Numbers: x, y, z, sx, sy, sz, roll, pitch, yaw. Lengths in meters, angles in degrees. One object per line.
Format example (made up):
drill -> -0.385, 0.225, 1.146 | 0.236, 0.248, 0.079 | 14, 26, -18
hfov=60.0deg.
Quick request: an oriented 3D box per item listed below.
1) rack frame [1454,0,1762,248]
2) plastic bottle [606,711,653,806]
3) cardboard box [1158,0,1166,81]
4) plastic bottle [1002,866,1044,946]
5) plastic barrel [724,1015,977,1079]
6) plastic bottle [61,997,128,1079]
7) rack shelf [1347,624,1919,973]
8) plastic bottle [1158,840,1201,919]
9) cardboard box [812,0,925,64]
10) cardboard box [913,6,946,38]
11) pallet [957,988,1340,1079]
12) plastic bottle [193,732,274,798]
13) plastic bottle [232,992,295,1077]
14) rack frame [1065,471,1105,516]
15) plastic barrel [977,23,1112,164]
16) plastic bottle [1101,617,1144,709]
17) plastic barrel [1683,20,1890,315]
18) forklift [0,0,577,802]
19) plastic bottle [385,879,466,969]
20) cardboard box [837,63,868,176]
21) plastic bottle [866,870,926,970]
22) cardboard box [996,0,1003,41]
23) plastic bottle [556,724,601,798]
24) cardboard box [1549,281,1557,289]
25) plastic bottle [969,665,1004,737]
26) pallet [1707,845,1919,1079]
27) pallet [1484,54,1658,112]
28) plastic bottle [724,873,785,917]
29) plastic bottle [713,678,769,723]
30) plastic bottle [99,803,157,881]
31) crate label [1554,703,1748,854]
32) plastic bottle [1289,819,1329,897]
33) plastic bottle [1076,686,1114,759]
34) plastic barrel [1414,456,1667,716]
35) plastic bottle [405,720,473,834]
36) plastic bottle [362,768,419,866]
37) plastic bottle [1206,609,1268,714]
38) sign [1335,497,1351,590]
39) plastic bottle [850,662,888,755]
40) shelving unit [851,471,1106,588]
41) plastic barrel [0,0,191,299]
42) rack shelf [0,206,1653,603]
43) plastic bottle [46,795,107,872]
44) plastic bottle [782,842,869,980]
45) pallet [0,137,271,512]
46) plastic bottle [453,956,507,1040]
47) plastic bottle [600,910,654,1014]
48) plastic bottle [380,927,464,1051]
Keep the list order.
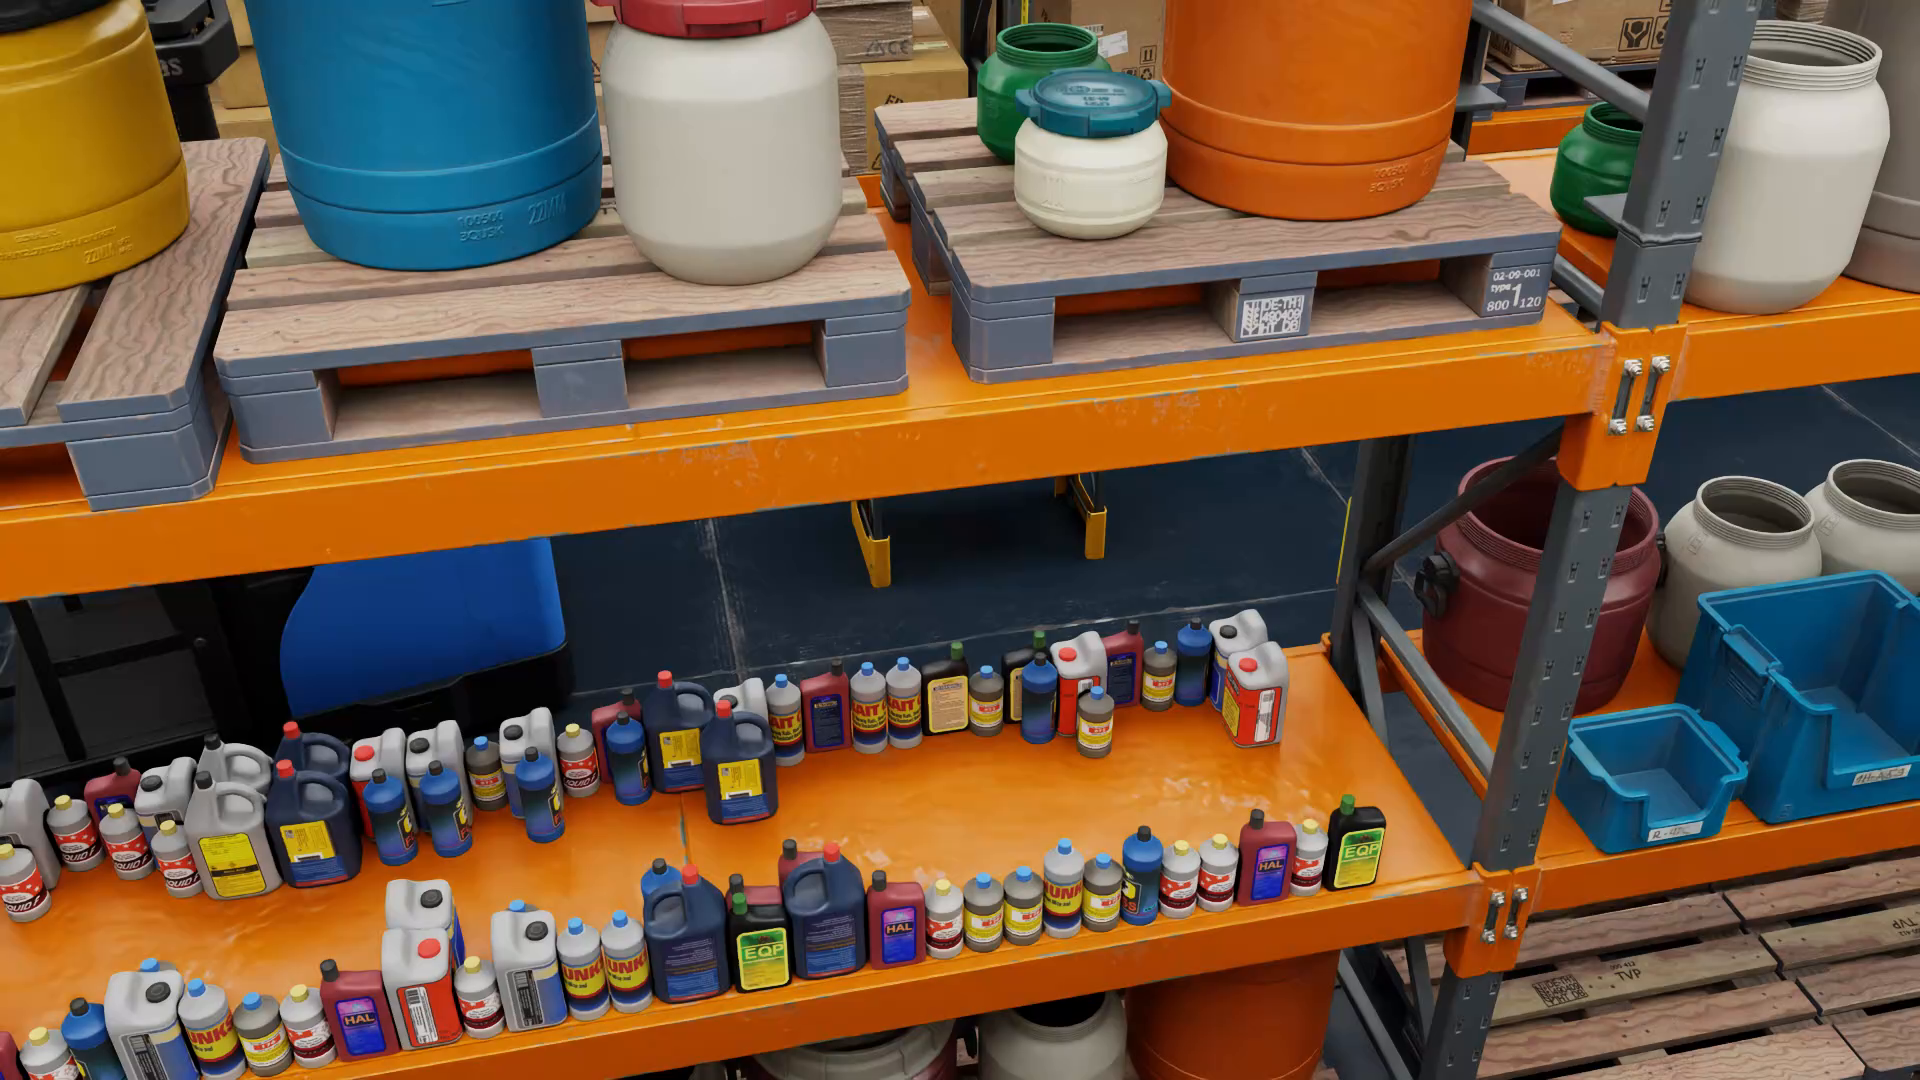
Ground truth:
rack frame -> 1.267, -2.088, 2.786 | 0.127, 3.000, 1.000 | -7, 35, -11
plastic bottle -> -0.865, 0.560, 4.339 | 0.097, 0.271, 0.097 | 0, 34, 0
cardboard box -> 1.214, -2.716, 8.638 | 0.500, 0.500, 0.700 | -2, 34, -3
plastic bottle -> 0.150, 0.860, 3.955 | 0.097, 0.201, 0.097 | 0, 34, 0
plastic barrel -> -0.308, 1.438, 4.702 | 0.708, 0.588, 0.600 | -7, 35, -11
plastic bottle -> -1.849, 1.083, 3.560 | 0.097, 0.271, 0.097 | 0, 34, 0
rack shelf -> 3.217, 0.456, 5.024 | 4.000, 0.370, 1.077 | -7, 35, -11
plastic bottle -> 0.530, 0.812, 4.027 | 0.097, 0.201, 0.097 | 0, 34, 0
cardboard box -> -0.543, -2.666, 8.040 | 0.637, 0.503, 0.797 | -6, 34, -9
cardboard box -> -0.360, -2.418, 8.572 | 0.500, 0.500, 0.500 | -6, 34, -9
pallet -> 0.507, 1.681, 5.056 | 1.213, 0.211, 1.003 | -7, 35, -11
plastic bottle -> -1.810, 0.625, 4.172 | 0.185, 0.351, 0.144 | -7, 35, -11
plastic bottle -> -1.528, 1.071, 3.640 | 0.097, 0.201, 0.097 | 0, 34, 0
rack frame -> 0.579, -0.696, 7.441 | 0.032, 1.500, 0.500 | -7, 35, -11
plastic barrel -> 0.183, -0.947, 3.540 | 0.294, 0.245, 0.294 | 0, 34, 0
plastic bottle -> 0.443, 0.345, 4.649 | 0.133, 0.283, 0.061 | -7, 35, -11
plastic barrel -> 1.637, -0.760, 3.399 | 0.421, 0.512, 0.421 | 0, 34, 0
forklift -> -3.115, -0.450, 5.791 | 3.031, 2.935, 1.130 | -14, 36, -20
plastic bottle -> -1.230, 0.900, 3.828 | 0.135, 0.276, 0.152 | -7, 35, -11
cardboard box -> -0.740, -2.077, 8.063 | 0.500, 0.500, 0.500 | -7, 35, -11
plastic bottle -> -0.149, 0.874, 3.861 | 0.133, 0.283, 0.061 | -7, 35, -11
cardboard box -> 0.644, -4.372, 13.216 | 0.750, 0.750, 1.050 | -7, 34, -10
plastic bottle -> -1.009, 0.572, 4.384 | 0.097, 0.201, 0.097 | 0, 34, 0
cardboard box -> 3.472, -1.861, 9.680 | 0.500, 0.500, 0.700 | -10, 35, -14
plastic bottle -> 0.073, 0.436, 4.587 | 0.097, 0.201, 0.097 | 0, 34, 0
pallet -> 3.218, 1.339, 5.565 | 1.213, 0.211, 1.003 | -7, 35, -11
pallet -> 3.298, -2.686, 9.233 | 1.213, 0.211, 1.003 | -7, 35, -11
plastic bottle -> -0.472, 0.880, 3.852 | 0.133, 0.283, 0.061 | -7, 35, -11
plastic bottle -> -0.579, 0.503, 4.420 | 0.135, 0.276, 0.152 | -7, 35, -11
plastic bottle -> -2.071, 0.741, 4.132 | 0.097, 0.201, 0.097 | 0, 34, 0
crate label -> 1.760, 0.625, 4.277 | 0.416, 0.233, 0.303 | -7, 35, -11
plastic bottle -> 0.850, 0.772, 4.087 | 0.097, 0.201, 0.097 | 0, 34, 0
plastic bottle -> 0.368, 0.486, 4.513 | 0.097, 0.201, 0.097 | 0, 34, 0
plastic barrel -> 1.652, 0.125, 4.750 | 0.708, 0.536, 0.600 | -7, 35, -11
plastic bottle -> -1.342, 0.599, 4.277 | 0.135, 0.276, 0.152 | -7, 35, -11
plastic bottle -> -1.428, 0.683, 4.156 | 0.097, 0.271, 0.097 | 0, 34, 0
plastic bottle -> 0.773, 0.332, 4.674 | 0.135, 0.276, 0.152 | -7, 35, -11
sign -> 1.138, 0.037, 4.856 | 0.005, 0.325, 0.100 | -7, 35, -11
plastic bottle -> -0.247, 0.447, 4.507 | 0.097, 0.271, 0.097 | 0, 34, 0
shelving unit -> 0.074, -0.632, 7.346 | 1.083, 1.500, 0.587 | -7, 35, -11
plastic barrel -> -1.789, -0.826, 3.051 | 0.600, 0.588, 0.600 | 0, 34, 0
rack shelf -> -0.684, -0.298, 3.455 | 4.000, 0.370, 1.077 | -7, 35, -11
plastic bottle -> -2.215, 0.724, 4.157 | 0.097, 0.201, 0.097 | 0, 34, 0
plastic bottle -> -0.313, 0.843, 3.847 | 0.185, 0.351, 0.144 | -7, 35, -11
pallet -> -1.892, -0.422, 3.164 | 1.003, 0.211, 1.213 | -7, 35, -11
plastic bottle -> -1.077, 1.014, 3.725 | 0.097, 0.201, 0.097 | 0, 34, 0
plastic bottle -> -0.756, 0.945, 3.766 | 0.097, 0.271, 0.097 | 0, 34, 0
plastic bottle -> -1.196, 0.983, 3.705 | 0.135, 0.276, 0.152 | -7, 35, -11
